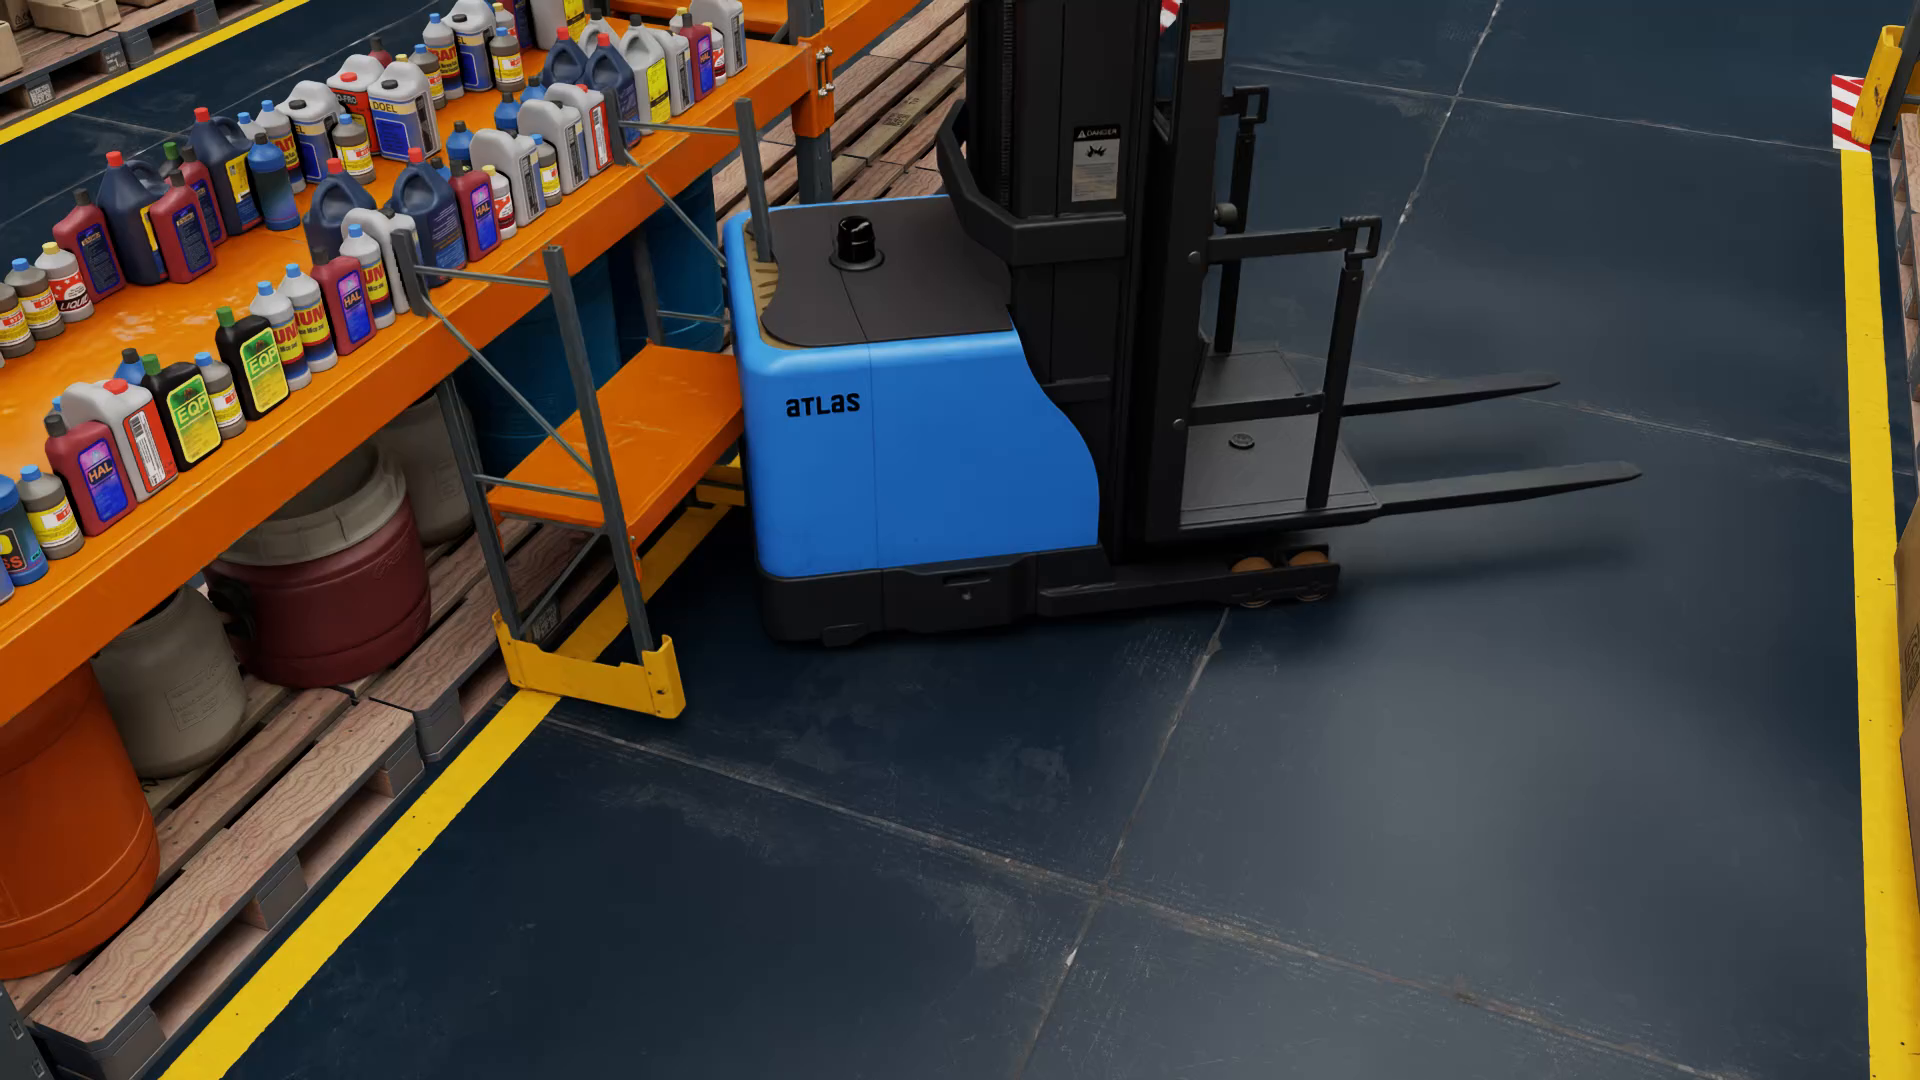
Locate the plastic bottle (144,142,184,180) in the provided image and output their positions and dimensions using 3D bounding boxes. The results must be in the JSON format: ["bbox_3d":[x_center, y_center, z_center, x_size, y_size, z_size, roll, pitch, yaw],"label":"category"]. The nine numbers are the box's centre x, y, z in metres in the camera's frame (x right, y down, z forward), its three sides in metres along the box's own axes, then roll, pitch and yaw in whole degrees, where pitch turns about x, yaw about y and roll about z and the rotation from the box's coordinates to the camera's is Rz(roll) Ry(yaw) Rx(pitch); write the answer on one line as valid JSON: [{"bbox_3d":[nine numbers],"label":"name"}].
[{"bbox_3d":[-2.180,-0.951,4.614,0.061,0.283,0.133,14,39,18],"label":"plastic bottle"}]

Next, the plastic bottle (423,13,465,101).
[{"bbox_3d":[-1.710,-1.601,5.493,0.097,0.271,0.097,0,37,0],"label":"plastic bottle"}]

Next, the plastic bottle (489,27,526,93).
[{"bbox_3d":[-1.518,-1.612,5.568,0.097,0.201,0.097,0,37,0],"label":"plastic bottle"}]

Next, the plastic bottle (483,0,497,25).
[{"bbox_3d":[-1.622,-1.729,5.665,0.097,0.271,0.097,0,37,0],"label":"plastic bottle"}]

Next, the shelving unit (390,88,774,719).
[{"bbox_3d":[-0.972,-0.427,4.974,0.587,1.500,1.083,9,37,20],"label":"shelving unit"}]

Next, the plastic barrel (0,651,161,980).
[{"bbox_3d":[-2.325,0.559,3.959,0.600,0.830,0.708,14,39,18],"label":"plastic barrel"}]

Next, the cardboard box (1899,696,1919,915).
[{"bbox_3d":[3.043,0.583,3.889,1.225,0.875,0.875,13,39,16],"label":"cardboard box"}]

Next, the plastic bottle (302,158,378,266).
[{"bbox_3d":[-1.631,-0.829,4.395,0.144,0.351,0.185,14,39,18],"label":"plastic bottle"}]

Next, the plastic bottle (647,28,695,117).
[{"bbox_3d":[-0.963,-1.538,5.406,0.152,0.276,0.135,14,39,18],"label":"plastic bottle"}]

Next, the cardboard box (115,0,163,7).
[{"bbox_3d":[-4.843,-3.430,9.552,0.797,0.503,0.637,14,39,18],"label":"cardboard box"}]

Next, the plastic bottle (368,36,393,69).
[{"bbox_3d":[-1.845,-1.438,5.266,0.061,0.283,0.133,14,39,18],"label":"plastic bottle"}]

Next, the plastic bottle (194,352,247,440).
[{"bbox_3d":[-1.735,-0.342,3.868,0.097,0.201,0.097,0,37,0],"label":"plastic bottle"}]

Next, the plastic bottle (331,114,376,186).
[{"bbox_3d":[-1.820,-1.174,4.981,0.097,0.201,0.097,0,37,0],"label":"plastic bottle"}]

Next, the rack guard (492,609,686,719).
[{"bbox_3d":[-1.107,0.361,4.960,0.587,0.250,0.087,9,37,20],"label":"rack guard"}]

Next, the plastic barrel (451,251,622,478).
[{"bbox_3d":[-1.465,-0.721,5.610,0.600,0.901,0.708,14,39,18],"label":"plastic barrel"}]

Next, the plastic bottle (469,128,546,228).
[{"bbox_3d":[-1.295,-1.056,4.761,0.152,0.276,0.135,14,39,18],"label":"plastic bottle"}]

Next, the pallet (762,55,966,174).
[{"bbox_3d":[-0.267,-2.059,8.328,1.003,0.211,1.213,14,39,18],"label":"pallet"}]

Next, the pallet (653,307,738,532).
[{"bbox_3d":[-1.305,-0.548,6.306,1.003,0.211,1.213,14,39,18],"label":"pallet"}]

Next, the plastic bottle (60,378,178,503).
[{"bbox_3d":[-1.856,-0.240,3.669,0.152,0.276,0.135,14,39,18],"label":"plastic bottle"}]

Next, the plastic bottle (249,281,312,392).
[{"bbox_3d":[-1.648,-0.498,4.018,0.097,0.271,0.097,0,37,0],"label":"plastic bottle"}]

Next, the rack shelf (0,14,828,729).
[{"bbox_3d":[-1.734,-0.687,4.764,1.077,0.370,4.000,14,39,18],"label":"rack shelf"}]

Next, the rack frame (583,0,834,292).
[{"bbox_3d":[-0.973,-2.082,6.030,1.000,3.000,0.127,14,39,18],"label":"rack frame"}]

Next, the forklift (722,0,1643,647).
[{"bbox_3d":[0.786,-1.258,4.985,3.031,2.935,1.130,-6,37,-8],"label":"forklift"}]

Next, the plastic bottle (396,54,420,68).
[{"bbox_3d":[-1.784,-1.465,5.370,0.097,0.201,0.097,0,37,0],"label":"plastic bottle"}]

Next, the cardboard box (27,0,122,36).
[{"bbox_3d":[-4.873,-2.918,9.148,0.380,0.166,0.250,14,39,18],"label":"cardboard box"}]

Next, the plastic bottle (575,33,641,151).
[{"bbox_3d":[-1.091,-1.377,5.128,0.144,0.351,0.185,14,39,18],"label":"plastic bottle"}]

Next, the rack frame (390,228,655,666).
[{"bbox_3d":[-1.159,-0.139,4.588,0.500,1.500,0.032,9,37,20],"label":"rack frame"}]

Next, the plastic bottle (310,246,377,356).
[{"bbox_3d":[-1.550,-0.616,4.166,0.061,0.283,0.133,14,39,18],"label":"plastic bottle"}]

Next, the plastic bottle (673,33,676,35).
[{"bbox_3d":[-0.950,-1.580,5.525,0.097,0.201,0.097,0,37,0],"label":"plastic bottle"}]

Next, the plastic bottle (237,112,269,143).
[{"bbox_3d":[-2.049,-1.108,4.835,0.097,0.271,0.097,0,37,0],"label":"plastic bottle"}]

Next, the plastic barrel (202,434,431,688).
[{"bbox_3d":[-1.895,0.030,4.868,0.600,0.588,0.708,14,39,18],"label":"plastic barrel"}]

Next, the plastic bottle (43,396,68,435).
[{"bbox_3d":[-1.978,-0.228,3.716,0.097,0.201,0.097,0,37,0],"label":"plastic bottle"}]

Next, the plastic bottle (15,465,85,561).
[{"bbox_3d":[-1.925,-0.066,3.499,0.097,0.201,0.097,0,37,0],"label":"plastic bottle"}]

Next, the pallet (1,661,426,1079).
[{"bbox_3d":[-2.234,0.803,4.499,1.003,0.211,1.213,14,39,18],"label":"pallet"}]

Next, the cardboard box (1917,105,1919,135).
[{"bbox_3d":[4.960,-2.113,7.496,0.875,0.875,0.875,14,39,18],"label":"cardboard box"}]

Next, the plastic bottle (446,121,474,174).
[{"bbox_3d":[-1.417,-1.073,4.787,0.097,0.271,0.097,0,37,0],"label":"plastic bottle"}]

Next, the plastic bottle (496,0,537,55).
[{"bbox_3d":[-1.558,-1.856,5.825,0.061,0.283,0.133,14,39,18],"label":"plastic bottle"}]

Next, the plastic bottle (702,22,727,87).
[{"bbox_3d":[-0.843,-1.640,5.605,0.097,0.201,0.097,0,37,0],"label":"plastic bottle"}]

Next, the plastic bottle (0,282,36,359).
[{"bbox_3d":[-2.402,-0.566,4.168,0.097,0.201,0.097,0,37,0],"label":"plastic bottle"}]

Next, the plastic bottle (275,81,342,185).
[{"bbox_3d":[-1.942,-1.222,4.983,0.152,0.276,0.135,14,39,18],"label":"plastic bottle"}]

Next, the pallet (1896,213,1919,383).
[{"bbox_3d":[4.432,-0.918,6.802,1.003,0.211,1.213,14,39,18],"label":"pallet"}]

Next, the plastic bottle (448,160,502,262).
[{"bbox_3d":[-1.340,-0.921,4.574,0.061,0.283,0.133,14,39,18],"label":"plastic bottle"}]

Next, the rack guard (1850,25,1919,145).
[{"bbox_3d":[5.138,-2.181,8.250,1.175,0.500,0.348,14,39,18],"label":"rack guard"}]

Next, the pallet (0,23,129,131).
[{"bbox_3d":[-5.290,-2.476,8.886,1.003,0.211,1.213,14,39,18],"label":"pallet"}]

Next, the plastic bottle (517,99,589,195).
[{"bbox_3d":[-1.206,-1.185,4.933,0.152,0.276,0.135,14,39,18],"label":"plastic bottle"}]

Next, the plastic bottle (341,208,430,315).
[{"bbox_3d":[-1.504,-0.752,4.354,0.152,0.276,0.135,14,39,18],"label":"plastic bottle"}]

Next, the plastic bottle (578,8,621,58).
[{"bbox_3d":[-1.154,-1.512,5.308,0.144,0.351,0.185,14,39,18],"label":"plastic bottle"}]

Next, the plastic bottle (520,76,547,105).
[{"bbox_3d":[-1.278,-1.275,5.058,0.097,0.271,0.097,0,37,0],"label":"plastic bottle"}]

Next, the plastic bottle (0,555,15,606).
[{"bbox_3d":[-2.032,0.016,3.327,0.152,0.276,0.135,14,39,18],"label":"plastic bottle"}]

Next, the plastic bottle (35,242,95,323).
[{"bbox_3d":[-2.328,-0.674,4.312,0.097,0.201,0.097,0,37,0],"label":"plastic bottle"}]

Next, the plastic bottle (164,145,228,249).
[{"bbox_3d":[-2.124,-0.937,4.596,0.061,0.283,0.133,14,39,18],"label":"plastic bottle"}]
